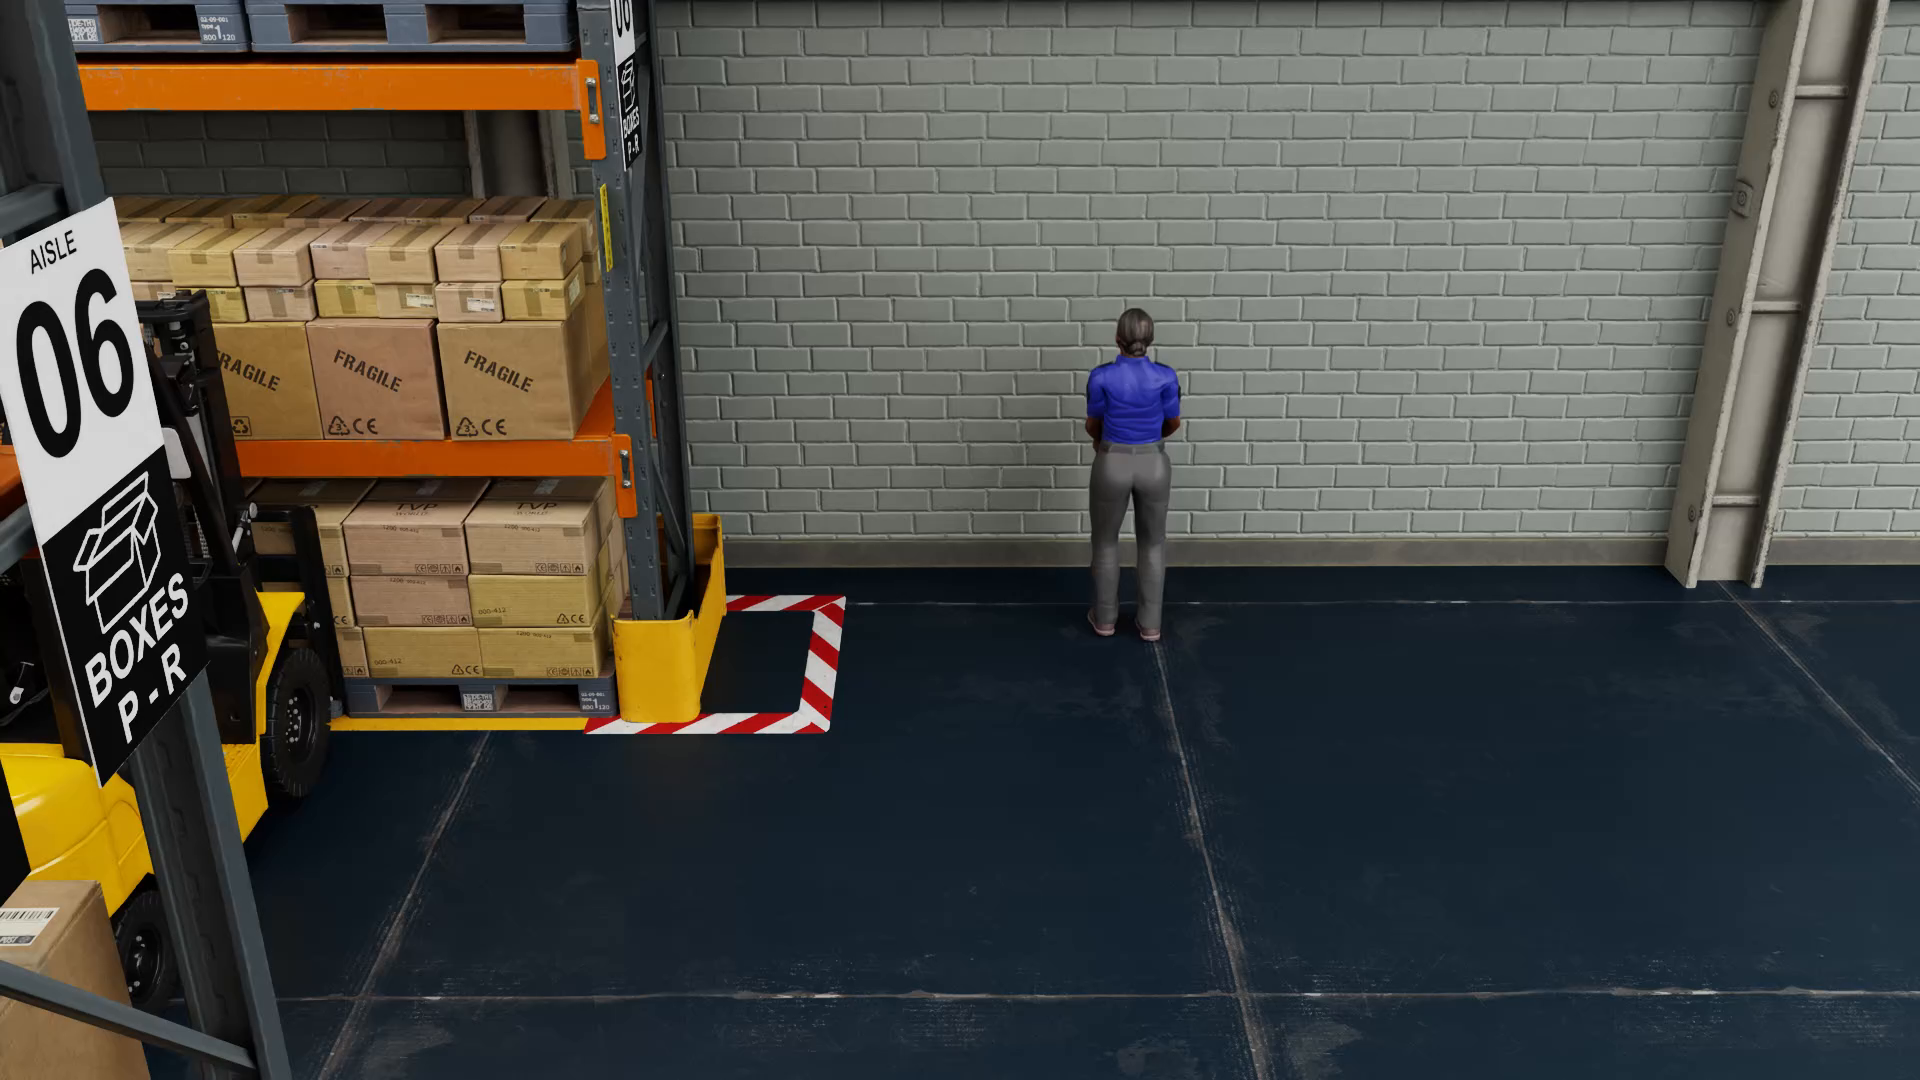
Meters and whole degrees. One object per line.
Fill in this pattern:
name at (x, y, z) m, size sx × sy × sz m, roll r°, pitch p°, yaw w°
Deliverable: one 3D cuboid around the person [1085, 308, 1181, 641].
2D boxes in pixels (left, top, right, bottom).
person at (0.800, -0.331, 7.855) m, size 0.451 × 1.652 × 0.507 m, roll 0°, pitch 24°, yaw 0°
